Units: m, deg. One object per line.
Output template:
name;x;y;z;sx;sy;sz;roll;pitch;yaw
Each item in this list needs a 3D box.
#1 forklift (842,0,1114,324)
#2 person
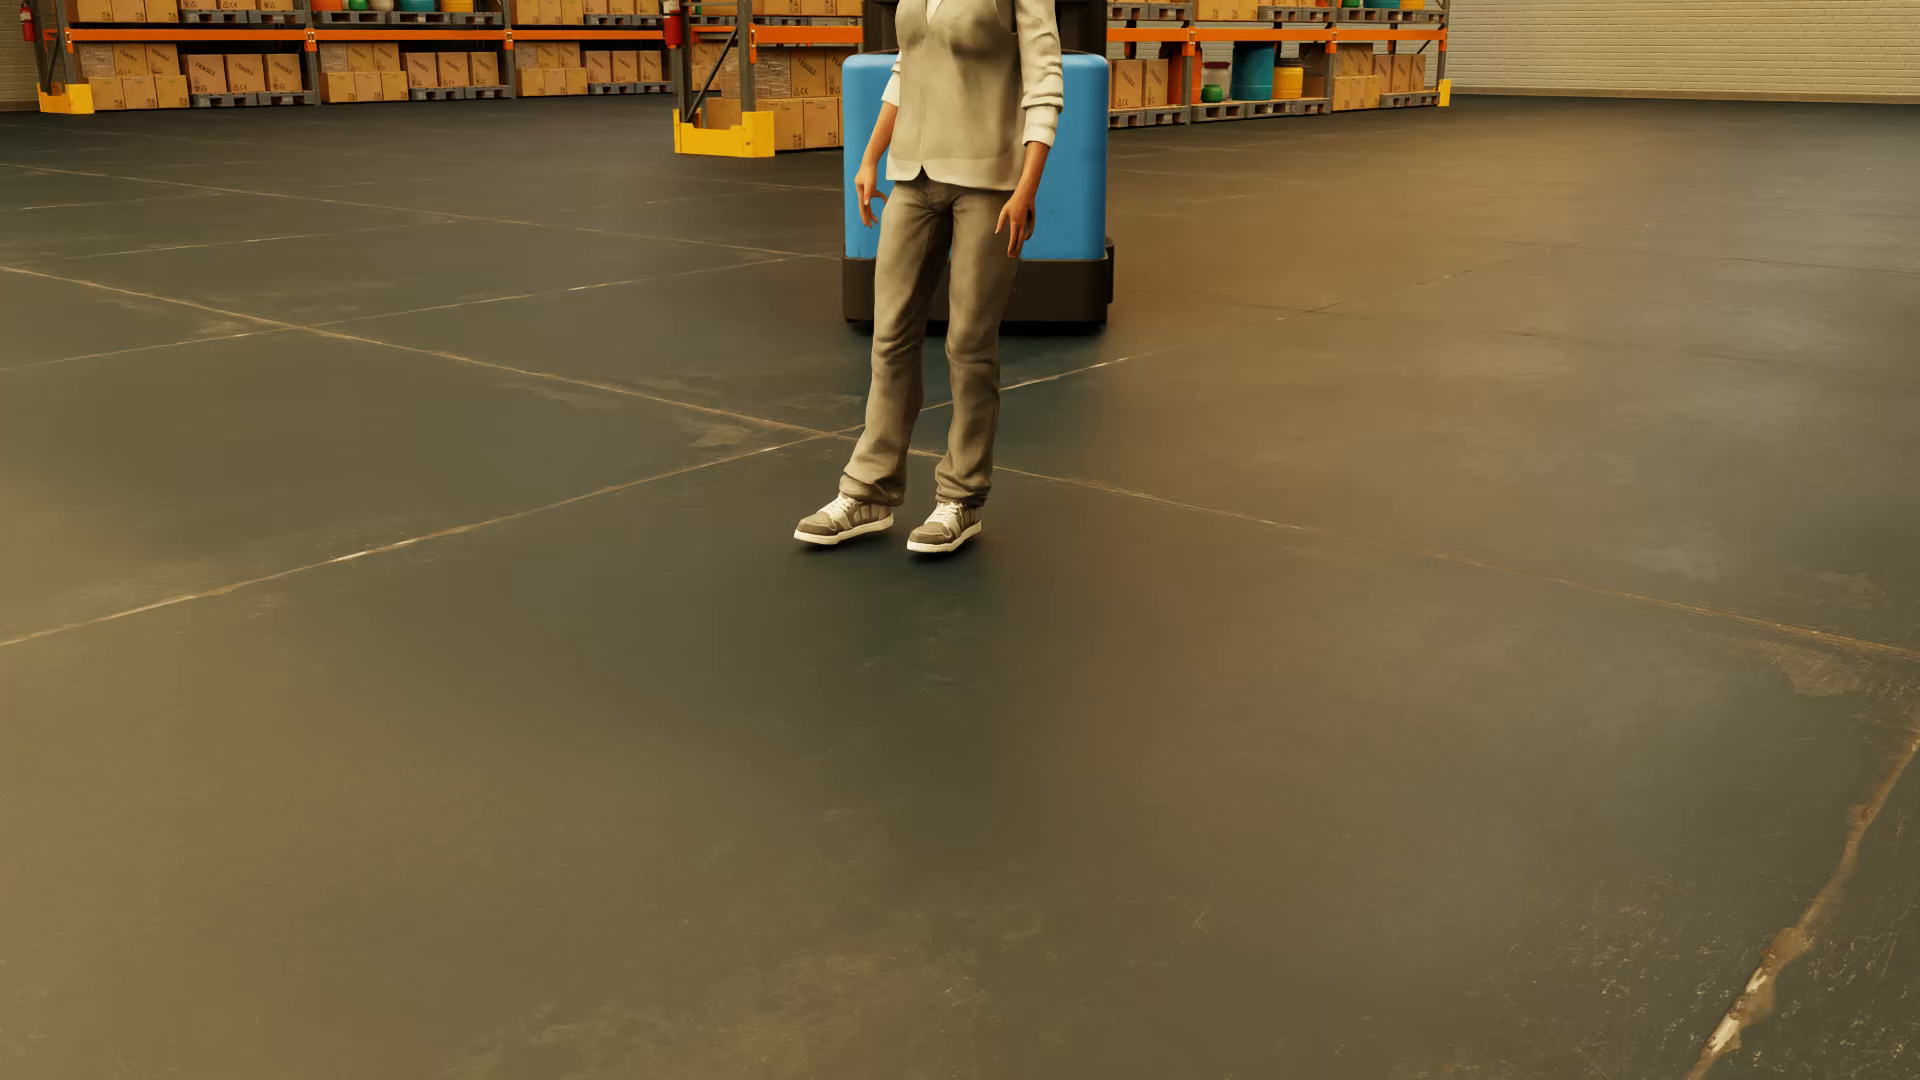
forklift;0.121;-2.631;7.563;1.130;2.935;3.031;1;17;2
person;-0.058;-0.757;3.662;0.520;1.597;0.475;13;21;37
